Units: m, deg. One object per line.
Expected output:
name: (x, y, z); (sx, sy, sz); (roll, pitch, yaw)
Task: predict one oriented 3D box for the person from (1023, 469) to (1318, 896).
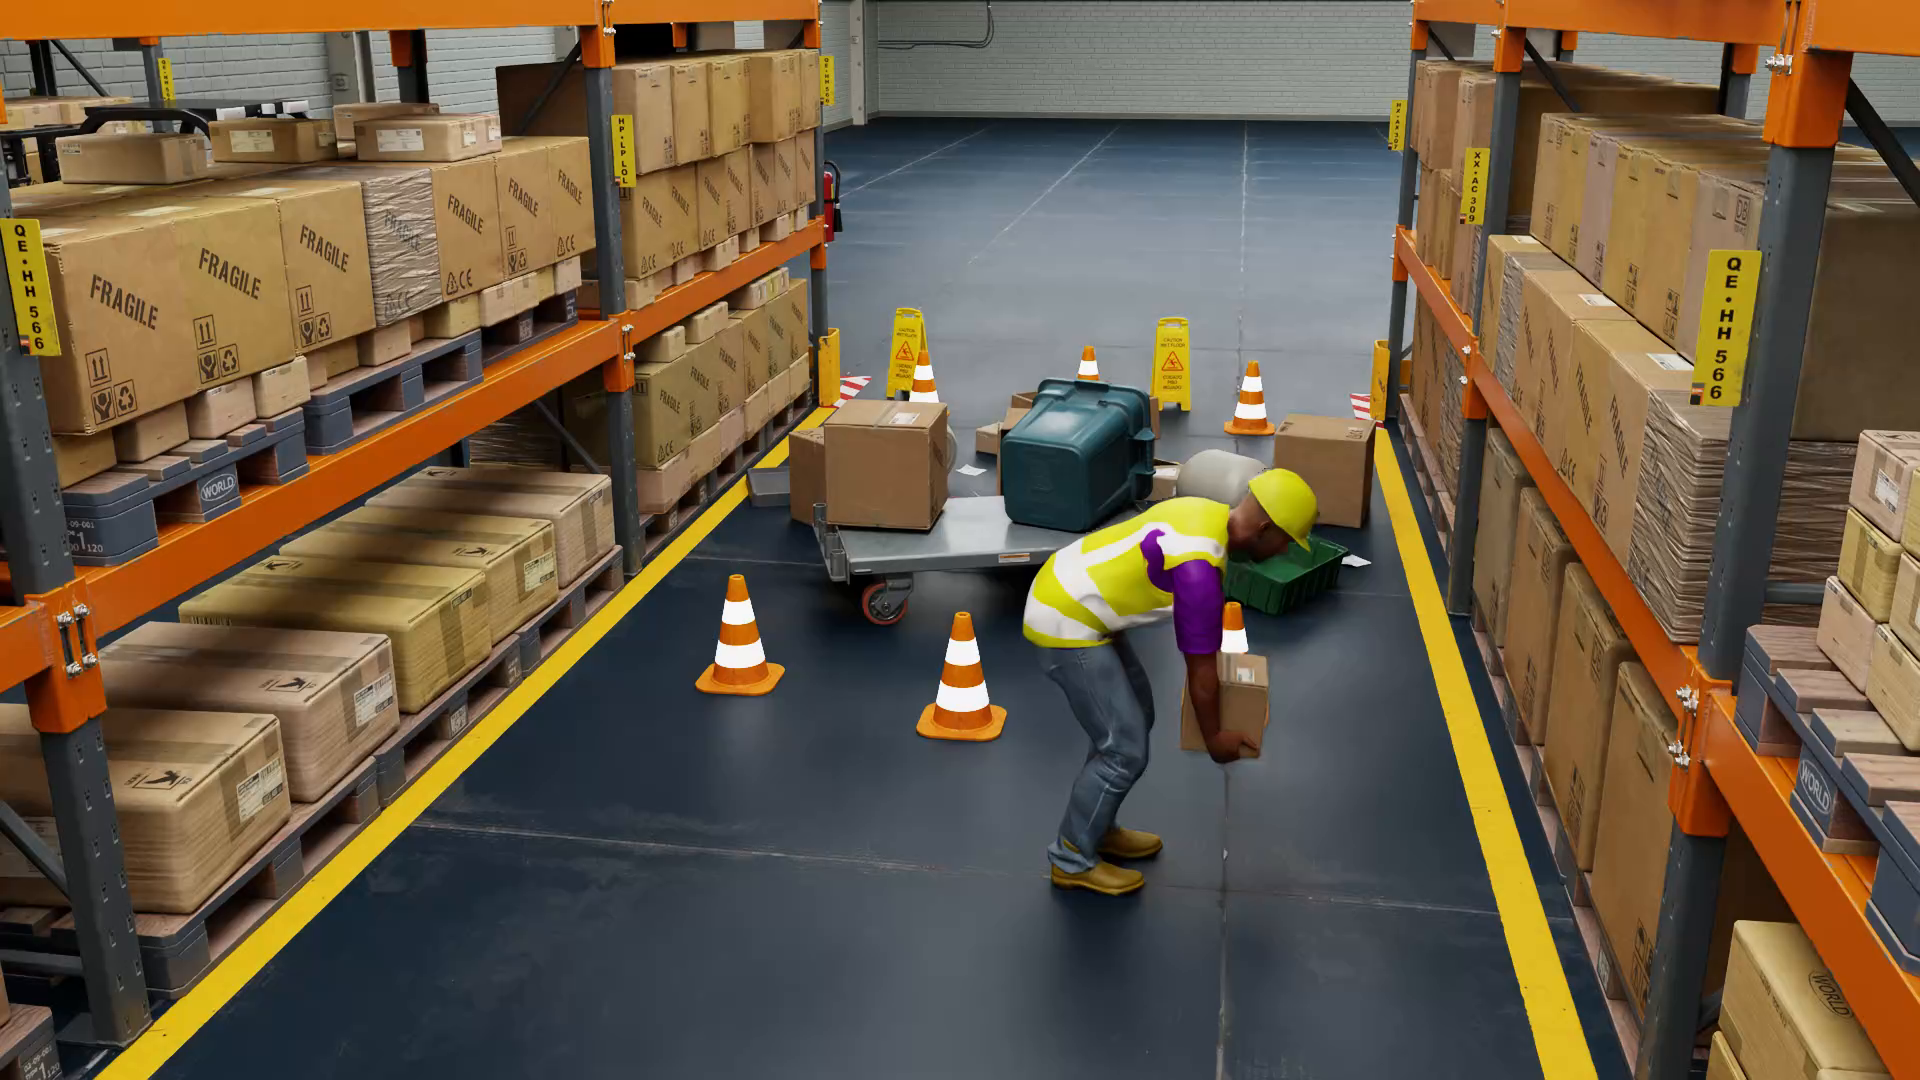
person: (0.648, 0.429, 5.309); (0.897, 1.376, 0.490); (2, 18, 7)
